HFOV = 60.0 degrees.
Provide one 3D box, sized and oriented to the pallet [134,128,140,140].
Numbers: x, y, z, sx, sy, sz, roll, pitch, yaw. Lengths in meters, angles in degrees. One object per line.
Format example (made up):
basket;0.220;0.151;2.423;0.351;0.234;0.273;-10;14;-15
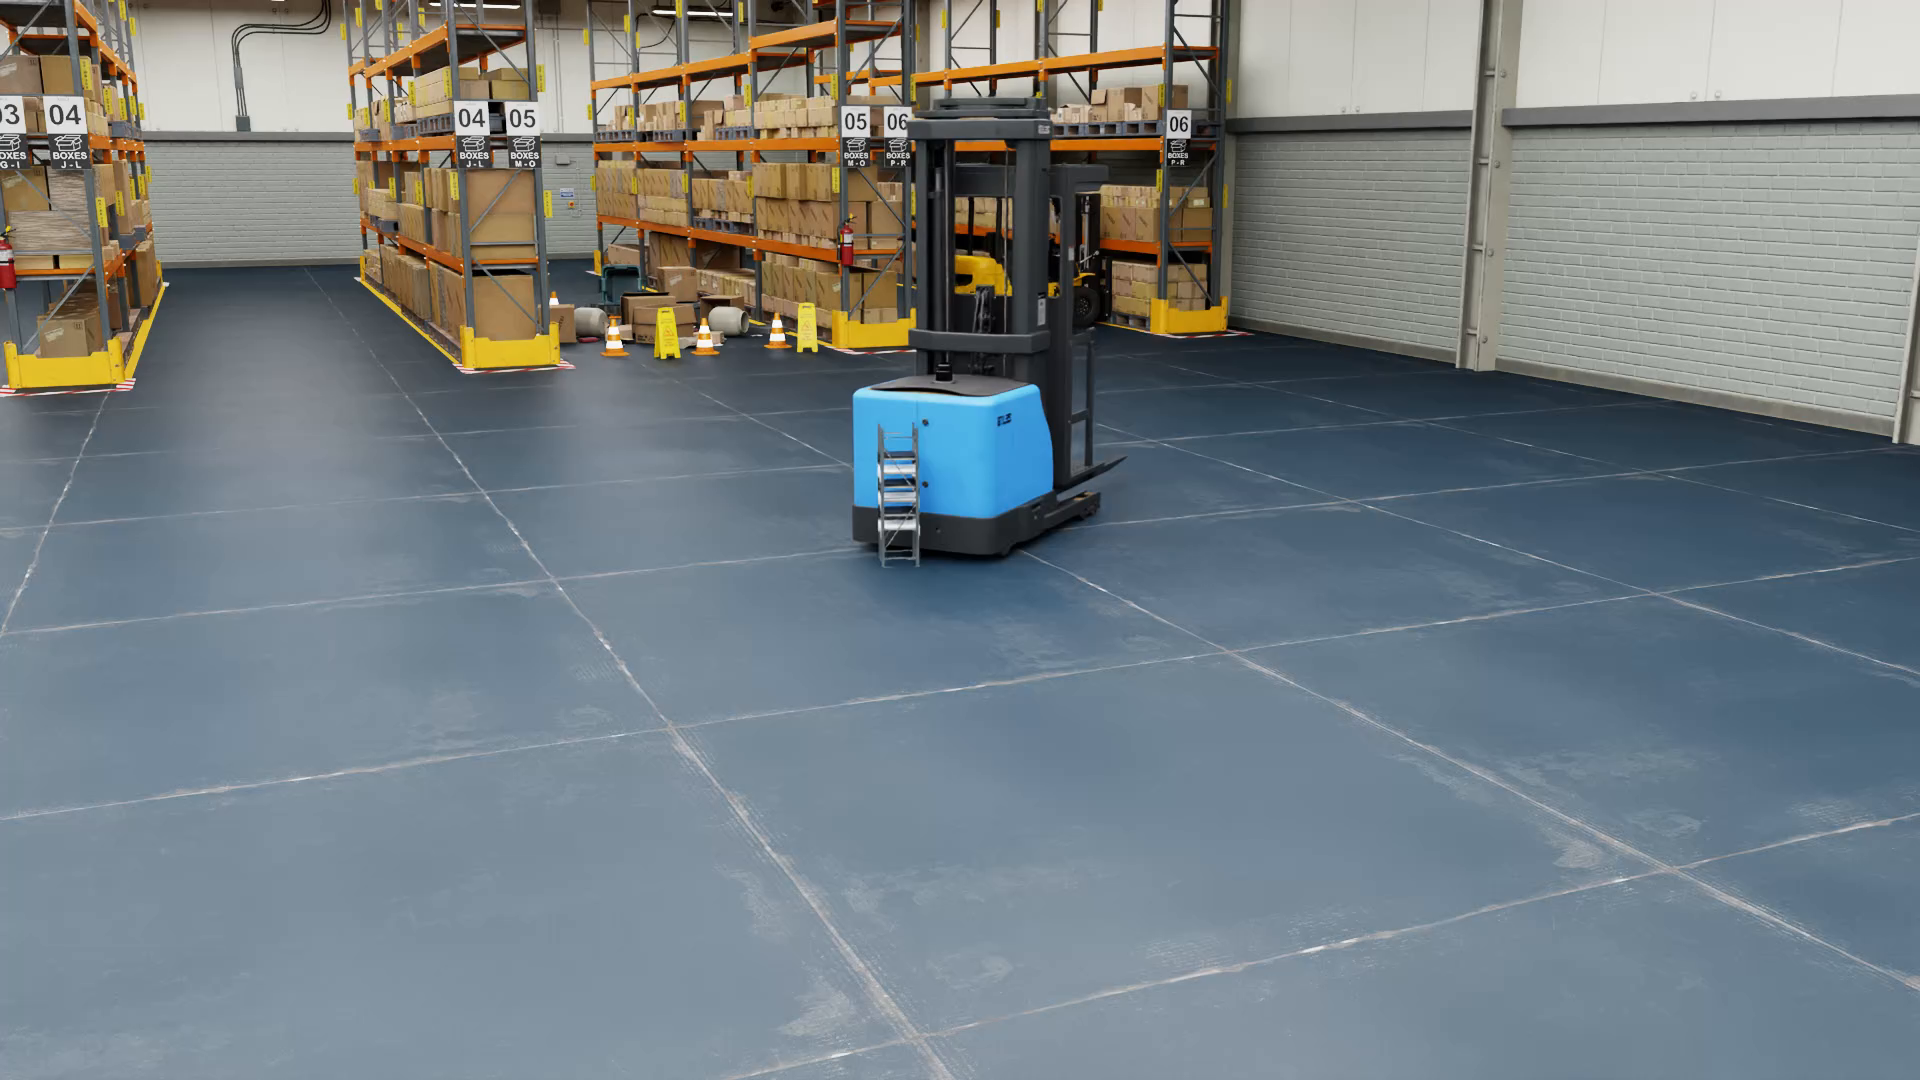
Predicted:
pallet;-15.832;-7.559;30.921;1.003;0.211;1.213;-6;14;-23

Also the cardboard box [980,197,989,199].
cardboard box;0.584;-6.243;30.033;0.380;0.149;0.250;-5;14;-22

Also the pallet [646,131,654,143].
pallet;-5.537;-7.797;32.179;0.805;0.209;1.217;-6;14;-25

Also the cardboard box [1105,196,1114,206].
cardboard box;2.473;-5.258;25.775;0.380;0.149;0.250;-6;14;-23

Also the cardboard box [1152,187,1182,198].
cardboard box;3.068;-5.149;24.643;0.380;0.149;0.250;-6;14;-23

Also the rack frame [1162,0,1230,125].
rack frame;3.404;-7.507;23.847;1.000;3.000;0.127;-6;14;-23

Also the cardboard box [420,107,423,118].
cardboard box;-7.201;-5.875;22.852;0.380;0.149;0.250;-6;14;-23

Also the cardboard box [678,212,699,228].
cardboard box;-4.787;-5.796;30.091;0.500;0.250;0.500;-6;14;-25

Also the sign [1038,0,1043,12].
sign;1.310;-8.775;27.081;0.100;0.325;0.005;-6;14;-23

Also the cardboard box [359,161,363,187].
cardboard box;-11.714;-7.323;33.261;0.500;0.500;0.500;-6;14;-24

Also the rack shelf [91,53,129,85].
rack shelf;-14.228;-7.683;27.092;1.077;0.370;4.000;-6;14;-23

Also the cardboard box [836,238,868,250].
cardboard box;-1.488;-4.070;22.862;0.380;0.149;0.250;-5;14;-21

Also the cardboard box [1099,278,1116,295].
cardboard box;2.506;-3.974;25.947;0.500;0.250;0.500;-6;14;-24

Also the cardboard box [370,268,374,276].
cardboard box;-11.633;-5.387;33.387;0.380;0.149;0.250;-6;14;-26

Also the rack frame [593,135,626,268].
rack frame;-7.551;-7.440;36.866;1.000;3.000;0.127;-6;14;-23

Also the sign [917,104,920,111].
sign;-0.895;-9.019;35.014;0.100;0.325;0.005;-6;14;-23

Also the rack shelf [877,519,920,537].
rack shelf;-0.392;-0.076;10.648;0.258;0.077;0.200;-2;13;-7

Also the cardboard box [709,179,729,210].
cardboard box;-3.944;-5.856;28.206;0.500;0.500;0.500;-5;14;-22

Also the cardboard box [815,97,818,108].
cardboard box;-1.790;-6.070;23.082;0.380;0.149;0.250;-6;14;-23

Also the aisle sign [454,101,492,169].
aisle sign;-5.884;-4.892;20.087;0.394;0.787;0.004;-6;14;-23

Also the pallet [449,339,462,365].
pallet;-6.029;-2.466;21.559;1.003;0.211;1.213;-6;14;-23

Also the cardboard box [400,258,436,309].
cardboard box;-8.327;-4.114;26.551;1.050;0.750;0.750;-5;14;-22

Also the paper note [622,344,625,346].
paper note;-4.693;-2.688;22.921;0.144;0.017;0.142;-1;13;-4

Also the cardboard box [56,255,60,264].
cardboard box;-10.921;-3.365;19.813;0.380;0.149;0.250;-6;14;-23

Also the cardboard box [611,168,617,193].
cardboard box;-6.993;-7.537;34.842;0.500;0.500;0.500;-6;14;-23

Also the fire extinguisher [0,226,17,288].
fire extinguisher;-10.599;-3.137;18.442;0.296;0.674;0.183;-6;14;-23

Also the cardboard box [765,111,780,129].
cardboard box;-2.604;-6.273;24.842;0.500;0.250;0.500;-6;14;-23

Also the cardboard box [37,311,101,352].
cardboard box;-10.728;-2.477;20.034;0.500;0.500;0.500;-2;13;-8

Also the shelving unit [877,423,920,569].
shelving unit;-0.392;-0.284;10.600;0.258;0.900;0.210;-2;13;-7

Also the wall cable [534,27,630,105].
wall cable;-9.398;-11.580;41.448;2.355;3.000;0.029;-6;14;-23

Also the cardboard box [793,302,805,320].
cardboard box;-2.127;-3.358;24.393;0.500;0.250;0.500;-6;14;-25

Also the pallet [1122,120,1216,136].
pallet;3.145;-6.151;24.836;1.003;0.211;1.213;-6;14;-23

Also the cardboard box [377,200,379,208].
cardboard box;-9.976;-5.874;29.064;0.380;0.149;0.250;-5;14;-22

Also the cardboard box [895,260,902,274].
cardboard box;-0.997;-5.717;34.032;0.500;0.500;0.500;-6;14;-25

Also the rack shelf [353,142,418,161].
rack shelf;-11.245;-7.670;32.801;1.077;0.370;4.000;-6;14;-23

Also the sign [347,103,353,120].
sign;-12.544;-8.811;34.195;0.100;0.325;0.005;-6;14;-23

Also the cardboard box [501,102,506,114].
cardboard box;-5.481;-5.359;20.624;0.380;0.149;0.250;-6;14;-23

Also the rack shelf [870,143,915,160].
rack shelf;-0.601;-7.761;33.193;1.077;0.370;4.000;-6;14;-23

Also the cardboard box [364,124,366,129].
cardboard box;-11.060;-7.959;31.677;0.500;0.250;0.500;-6;14;-25

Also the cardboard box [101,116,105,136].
cardboard box;-11.203;-5.275;21.189;0.500;0.250;0.500;-5;14;-22

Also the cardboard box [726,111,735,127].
cardboard box;-3.513;-6.872;27.159;0.500;0.250;0.500;-5;14;-22

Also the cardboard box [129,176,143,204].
cardboard box;-14.987;-6.278;29.854;0.500;0.500;0.500;-6;14;-23

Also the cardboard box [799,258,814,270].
cardboard box;-2.112;-4.000;24.064;0.380;0.149;0.250;-5;14;-21

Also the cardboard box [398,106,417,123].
cardboard box;-8.553;-6.688;26.143;0.500;0.250;0.500;-5;14;-21

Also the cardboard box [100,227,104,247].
cardboard box;-11.078;-3.854;20.486;0.875;0.500;0.500;-6;14;-23

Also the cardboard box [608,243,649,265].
cardboard box;-7.195;-6.269;36.557;0.875;0.438;0.875;-6;14;-25

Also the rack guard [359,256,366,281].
rack guard;-12.016;-5.739;35.058;1.175;0.500;0.348;-6;14;-23

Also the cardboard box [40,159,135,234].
cardboard box;-12.015;-4.740;22.935;1.000;1.000;1.000;-6;14;-23

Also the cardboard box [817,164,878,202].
cardboard box;-1.547;-4.901;22.796;0.700;0.500;0.500;-6;14;-24

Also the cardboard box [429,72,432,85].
cardboard box;-6.694;-6.002;21.632;0.380;0.149;0.250;-6;14;-23

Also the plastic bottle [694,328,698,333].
plastic bottle;-3.946;-3.094;24.601;0.133;0.061;0.283;-3;13;-13

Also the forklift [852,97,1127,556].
forklift;0.377;-1.612;11.832;1.130;2.935;3.031;6;14;25
